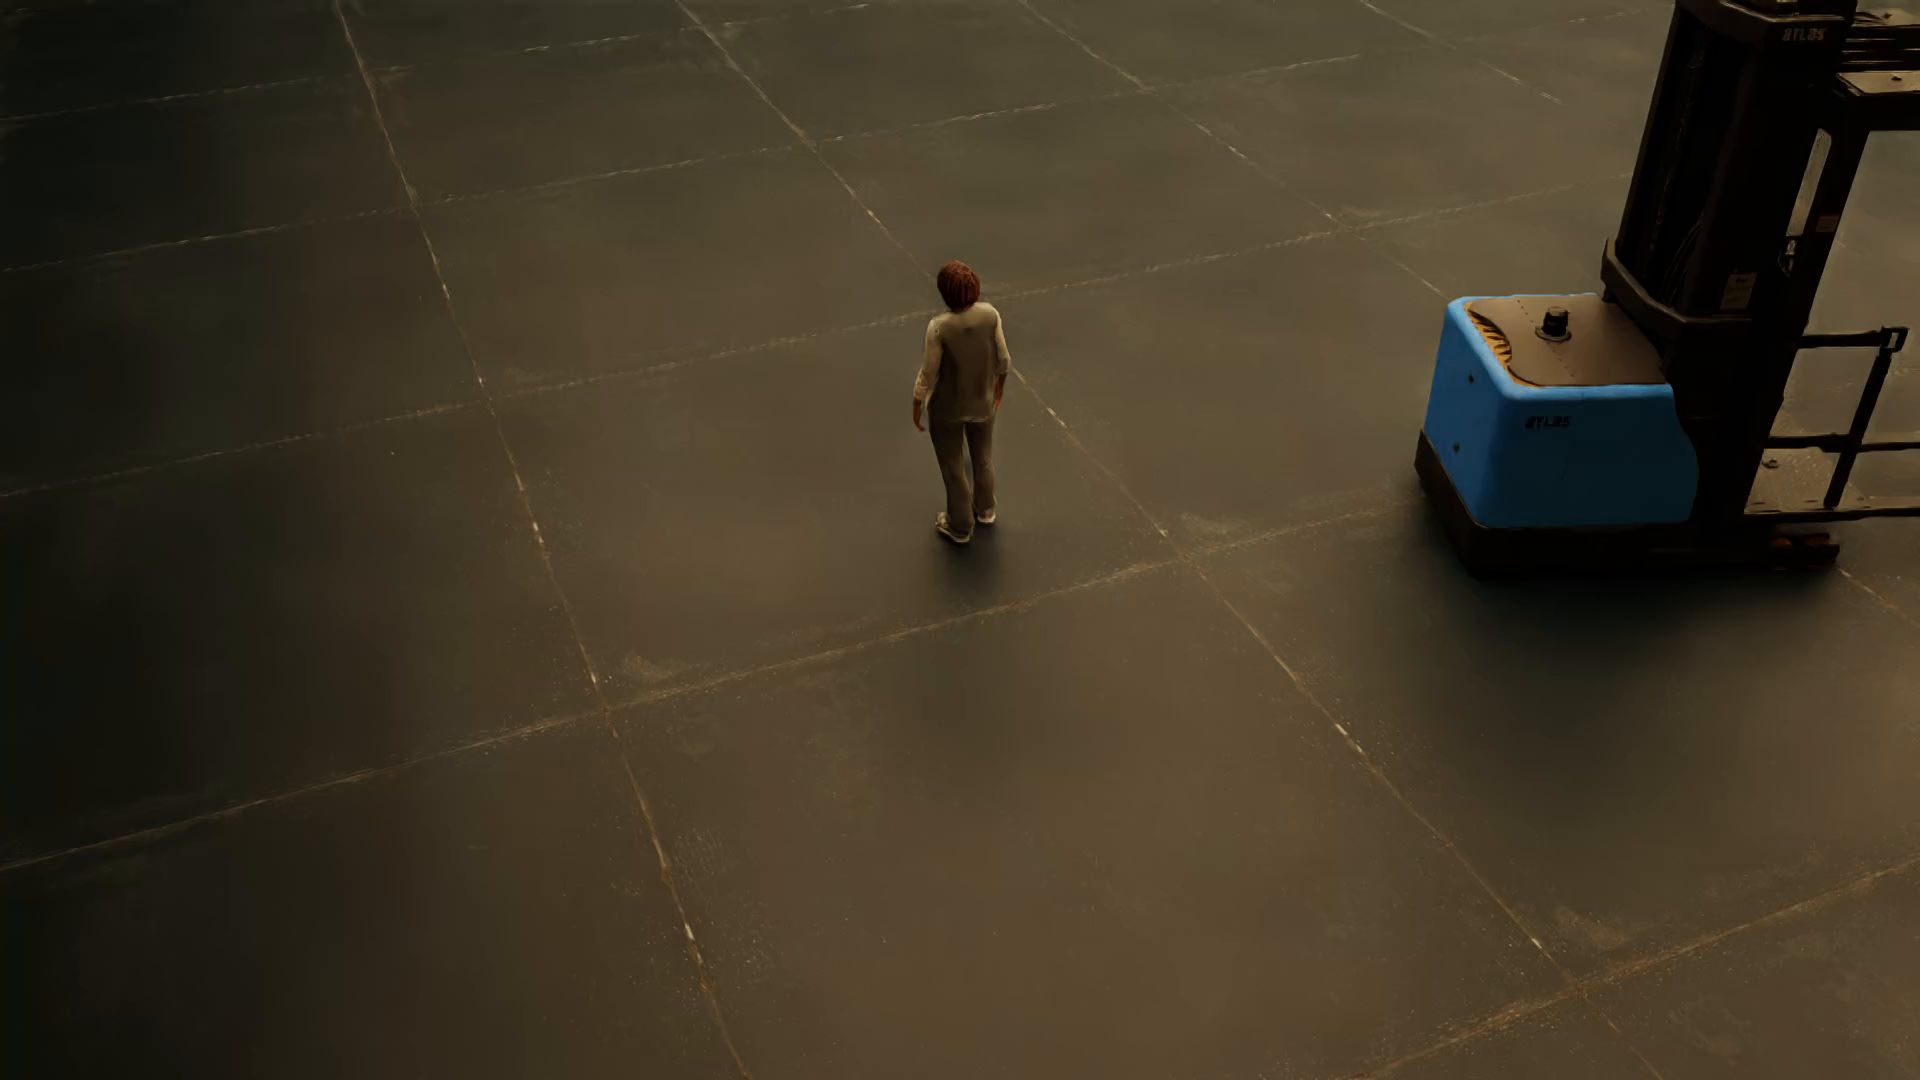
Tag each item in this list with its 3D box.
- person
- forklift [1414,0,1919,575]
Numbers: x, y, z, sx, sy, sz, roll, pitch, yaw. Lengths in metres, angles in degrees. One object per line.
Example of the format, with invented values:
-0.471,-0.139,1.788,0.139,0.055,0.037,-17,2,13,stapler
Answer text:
-0.016,-0.699,8.221,0.521,1.597,0.474,-14,38,-19,person
4.017,-1.346,7.992,3.031,2.935,1.130,-2,35,-3,forklift
